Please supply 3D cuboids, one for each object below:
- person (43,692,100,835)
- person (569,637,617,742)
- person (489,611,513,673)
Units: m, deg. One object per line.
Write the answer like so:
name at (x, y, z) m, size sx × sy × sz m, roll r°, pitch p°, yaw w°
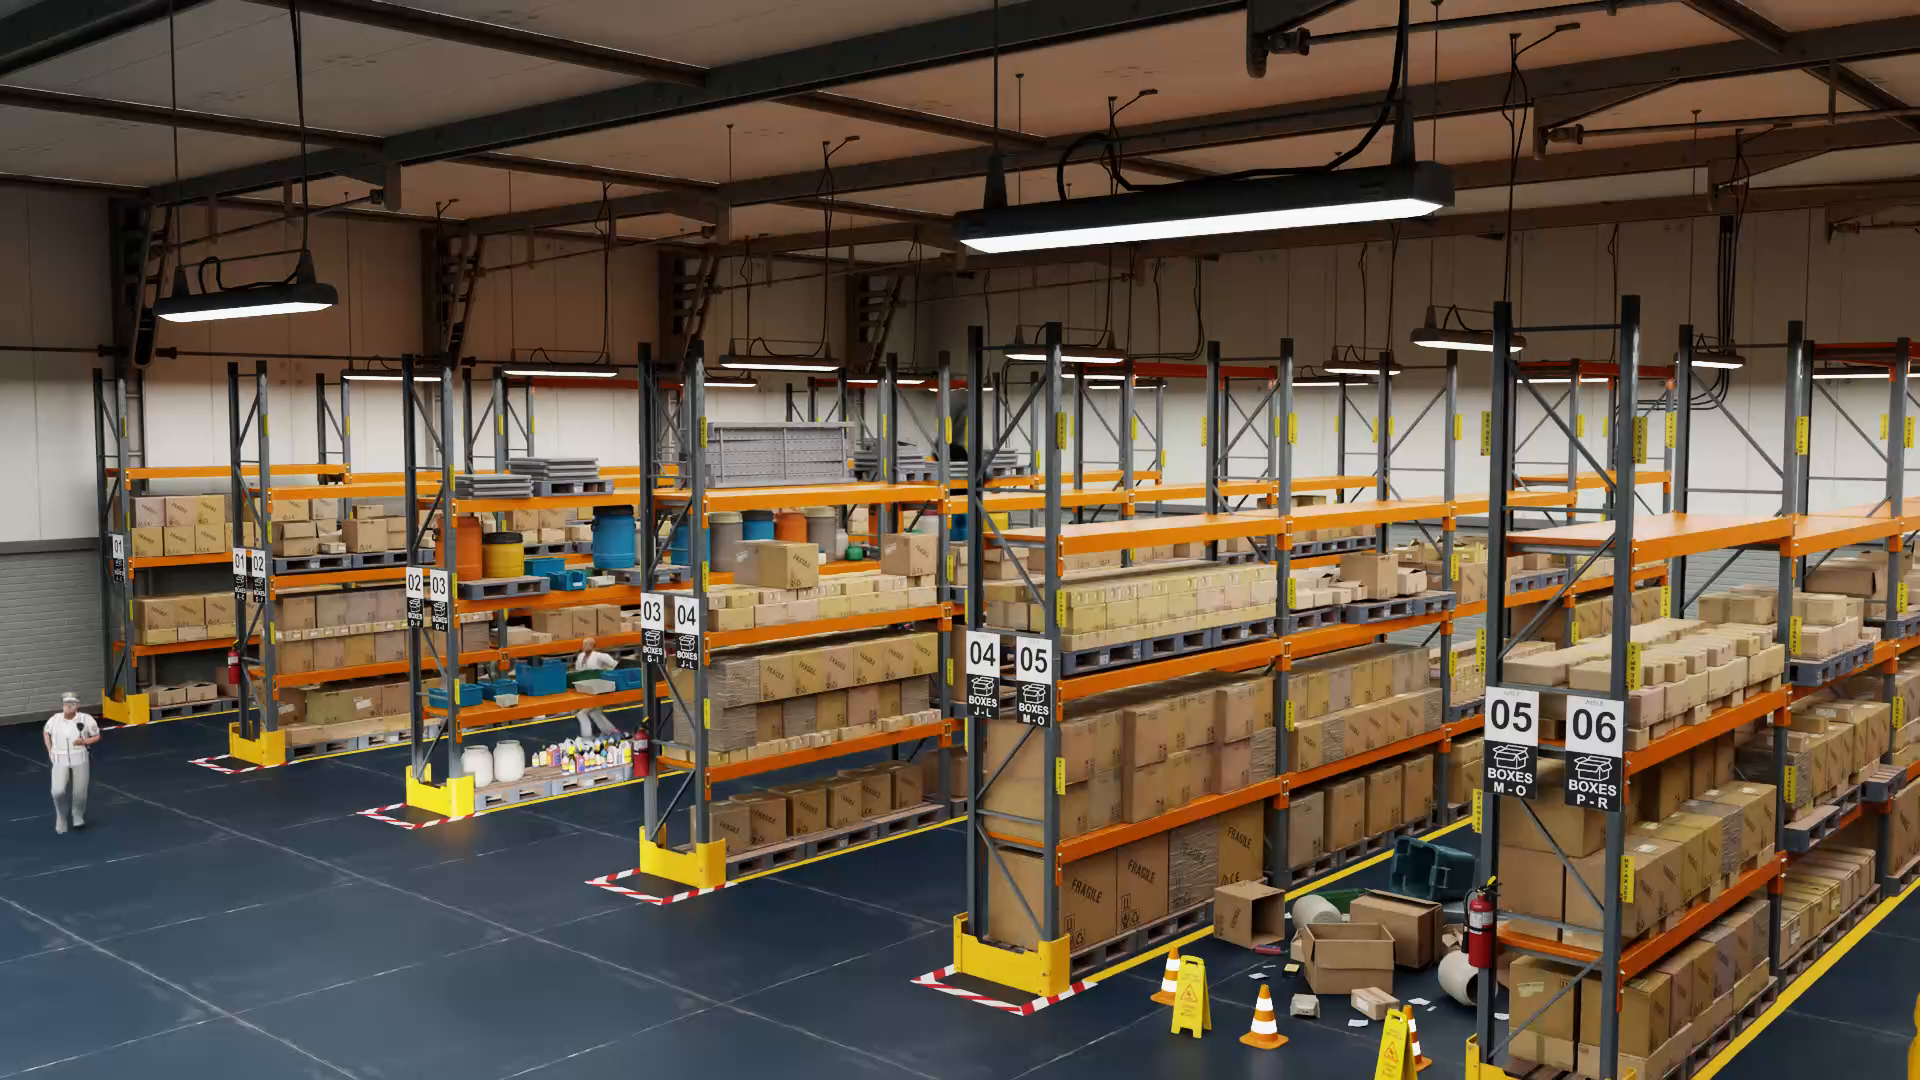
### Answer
person at (-11.061, 2.767, 20.714) m, size 0.647 × 1.783 × 0.735 m, roll -2°, pitch 5°, yaw -23°
person at (-5.648, 2.405, 25.720) m, size 0.681 × 1.836 × 0.896 m, roll 4°, pitch 6°, yaw 42°
person at (-8.335, 2.114, 30.097) m, size 0.559 × 1.667 × 0.591 m, roll 3°, pitch 5°, yaw 35°
